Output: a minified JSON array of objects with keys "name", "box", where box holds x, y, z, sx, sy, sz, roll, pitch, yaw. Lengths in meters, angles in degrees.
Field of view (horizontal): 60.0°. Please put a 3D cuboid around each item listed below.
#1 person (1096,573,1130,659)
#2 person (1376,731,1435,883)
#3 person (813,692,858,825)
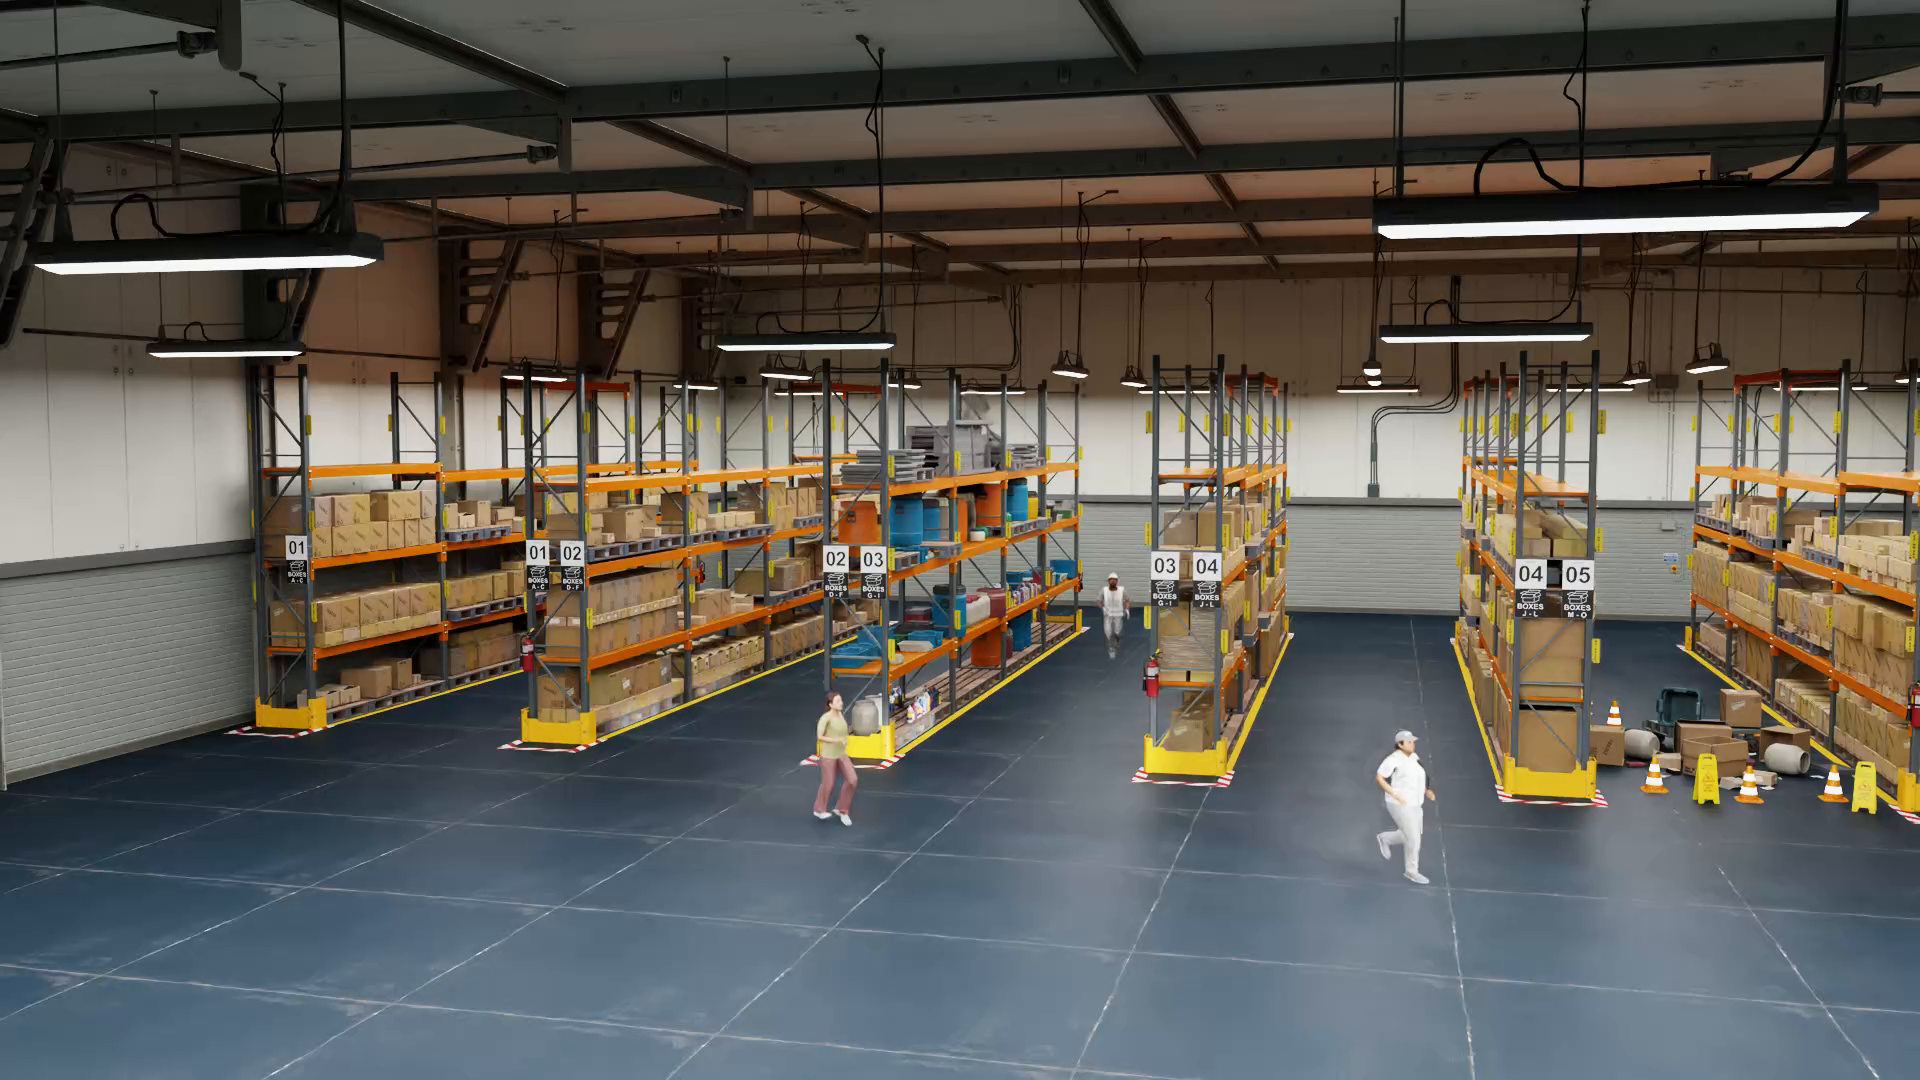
[{"name":"person","box":[3.098,1.539,33.623,0.685,1.727,0.543,0,4,5]},{"name":"person","box":[4.907,2.930,18.435,0.607,1.651,0.703,-3,5,-39]},{"name":"person","box":[-1.592,2.745,20.845,0.697,1.703,0.563,3,5,41]}]
